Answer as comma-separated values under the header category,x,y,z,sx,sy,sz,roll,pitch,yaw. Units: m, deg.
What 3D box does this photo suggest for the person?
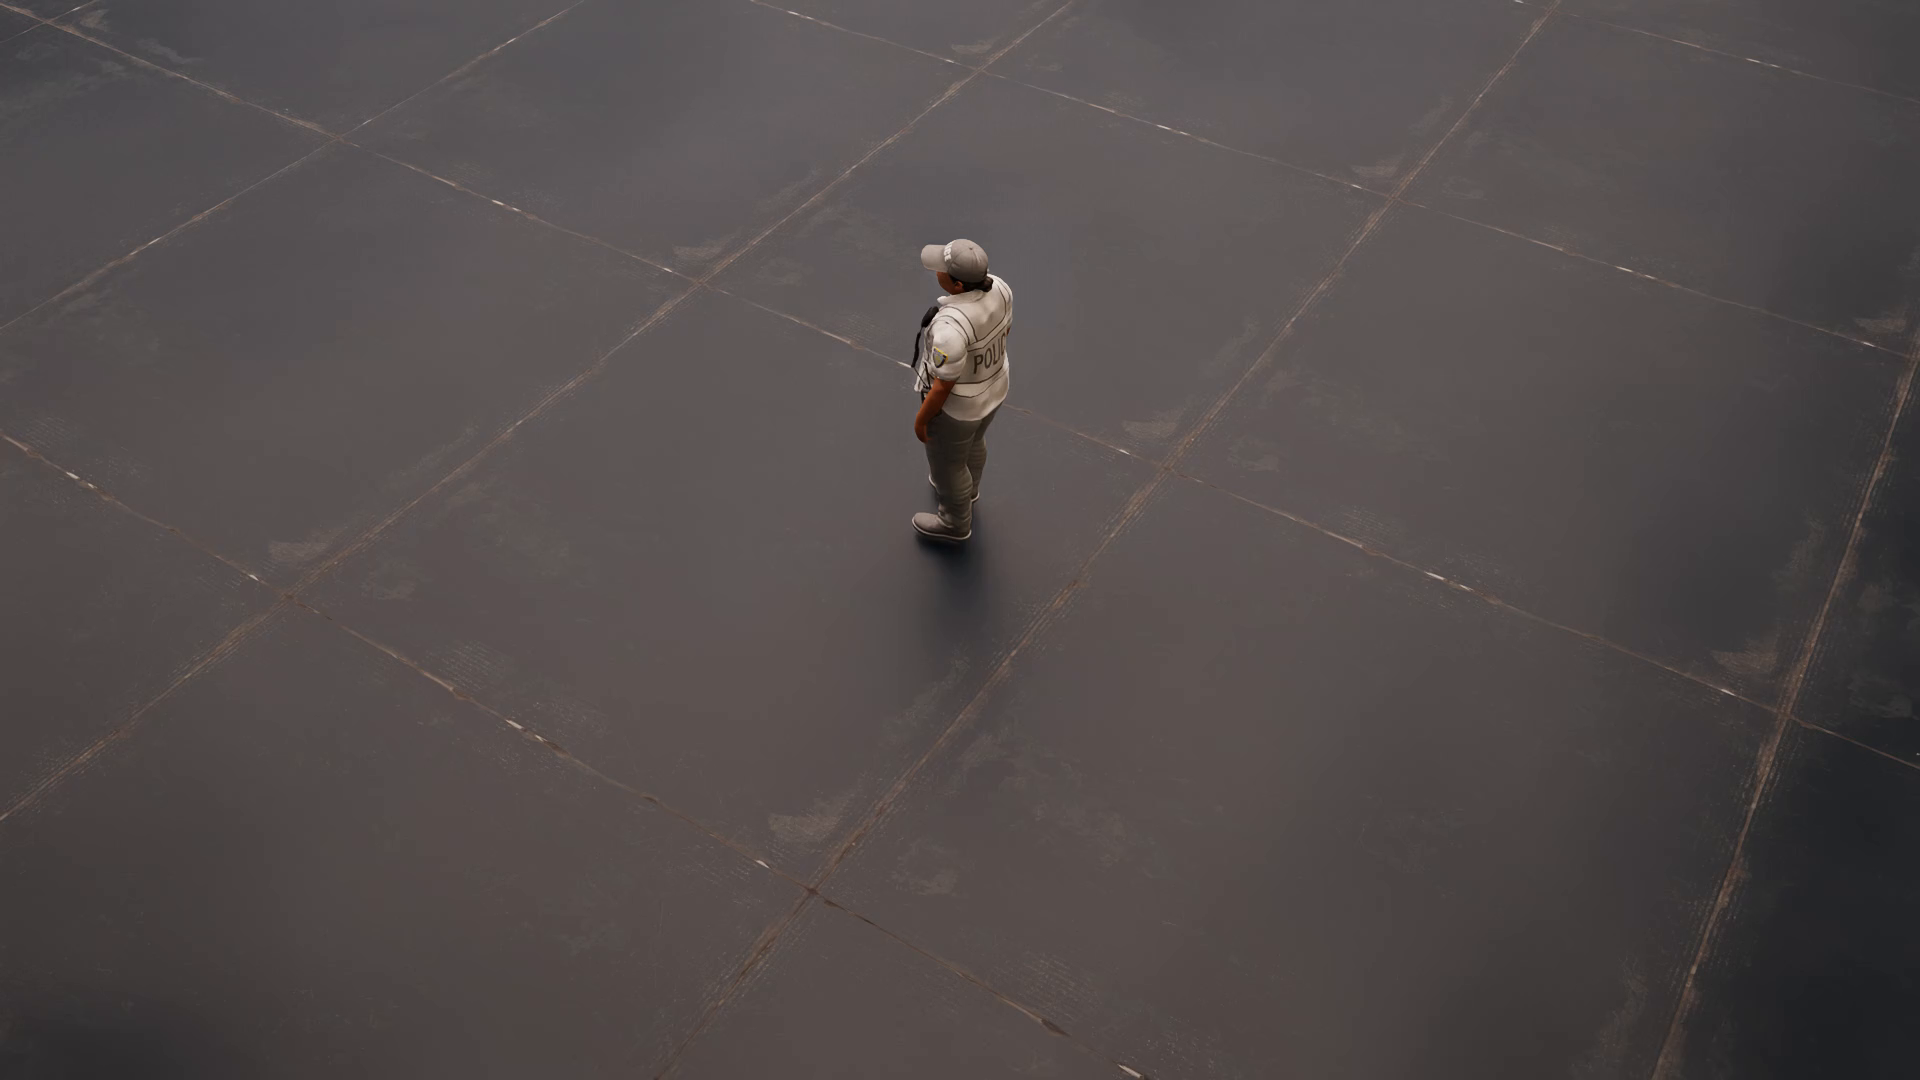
category,x,y,z,sx,sy,sz,roll,pitch,yaw
person,-0.052,-0.681,7.417,0.529,1.670,0.598,24,48,23
